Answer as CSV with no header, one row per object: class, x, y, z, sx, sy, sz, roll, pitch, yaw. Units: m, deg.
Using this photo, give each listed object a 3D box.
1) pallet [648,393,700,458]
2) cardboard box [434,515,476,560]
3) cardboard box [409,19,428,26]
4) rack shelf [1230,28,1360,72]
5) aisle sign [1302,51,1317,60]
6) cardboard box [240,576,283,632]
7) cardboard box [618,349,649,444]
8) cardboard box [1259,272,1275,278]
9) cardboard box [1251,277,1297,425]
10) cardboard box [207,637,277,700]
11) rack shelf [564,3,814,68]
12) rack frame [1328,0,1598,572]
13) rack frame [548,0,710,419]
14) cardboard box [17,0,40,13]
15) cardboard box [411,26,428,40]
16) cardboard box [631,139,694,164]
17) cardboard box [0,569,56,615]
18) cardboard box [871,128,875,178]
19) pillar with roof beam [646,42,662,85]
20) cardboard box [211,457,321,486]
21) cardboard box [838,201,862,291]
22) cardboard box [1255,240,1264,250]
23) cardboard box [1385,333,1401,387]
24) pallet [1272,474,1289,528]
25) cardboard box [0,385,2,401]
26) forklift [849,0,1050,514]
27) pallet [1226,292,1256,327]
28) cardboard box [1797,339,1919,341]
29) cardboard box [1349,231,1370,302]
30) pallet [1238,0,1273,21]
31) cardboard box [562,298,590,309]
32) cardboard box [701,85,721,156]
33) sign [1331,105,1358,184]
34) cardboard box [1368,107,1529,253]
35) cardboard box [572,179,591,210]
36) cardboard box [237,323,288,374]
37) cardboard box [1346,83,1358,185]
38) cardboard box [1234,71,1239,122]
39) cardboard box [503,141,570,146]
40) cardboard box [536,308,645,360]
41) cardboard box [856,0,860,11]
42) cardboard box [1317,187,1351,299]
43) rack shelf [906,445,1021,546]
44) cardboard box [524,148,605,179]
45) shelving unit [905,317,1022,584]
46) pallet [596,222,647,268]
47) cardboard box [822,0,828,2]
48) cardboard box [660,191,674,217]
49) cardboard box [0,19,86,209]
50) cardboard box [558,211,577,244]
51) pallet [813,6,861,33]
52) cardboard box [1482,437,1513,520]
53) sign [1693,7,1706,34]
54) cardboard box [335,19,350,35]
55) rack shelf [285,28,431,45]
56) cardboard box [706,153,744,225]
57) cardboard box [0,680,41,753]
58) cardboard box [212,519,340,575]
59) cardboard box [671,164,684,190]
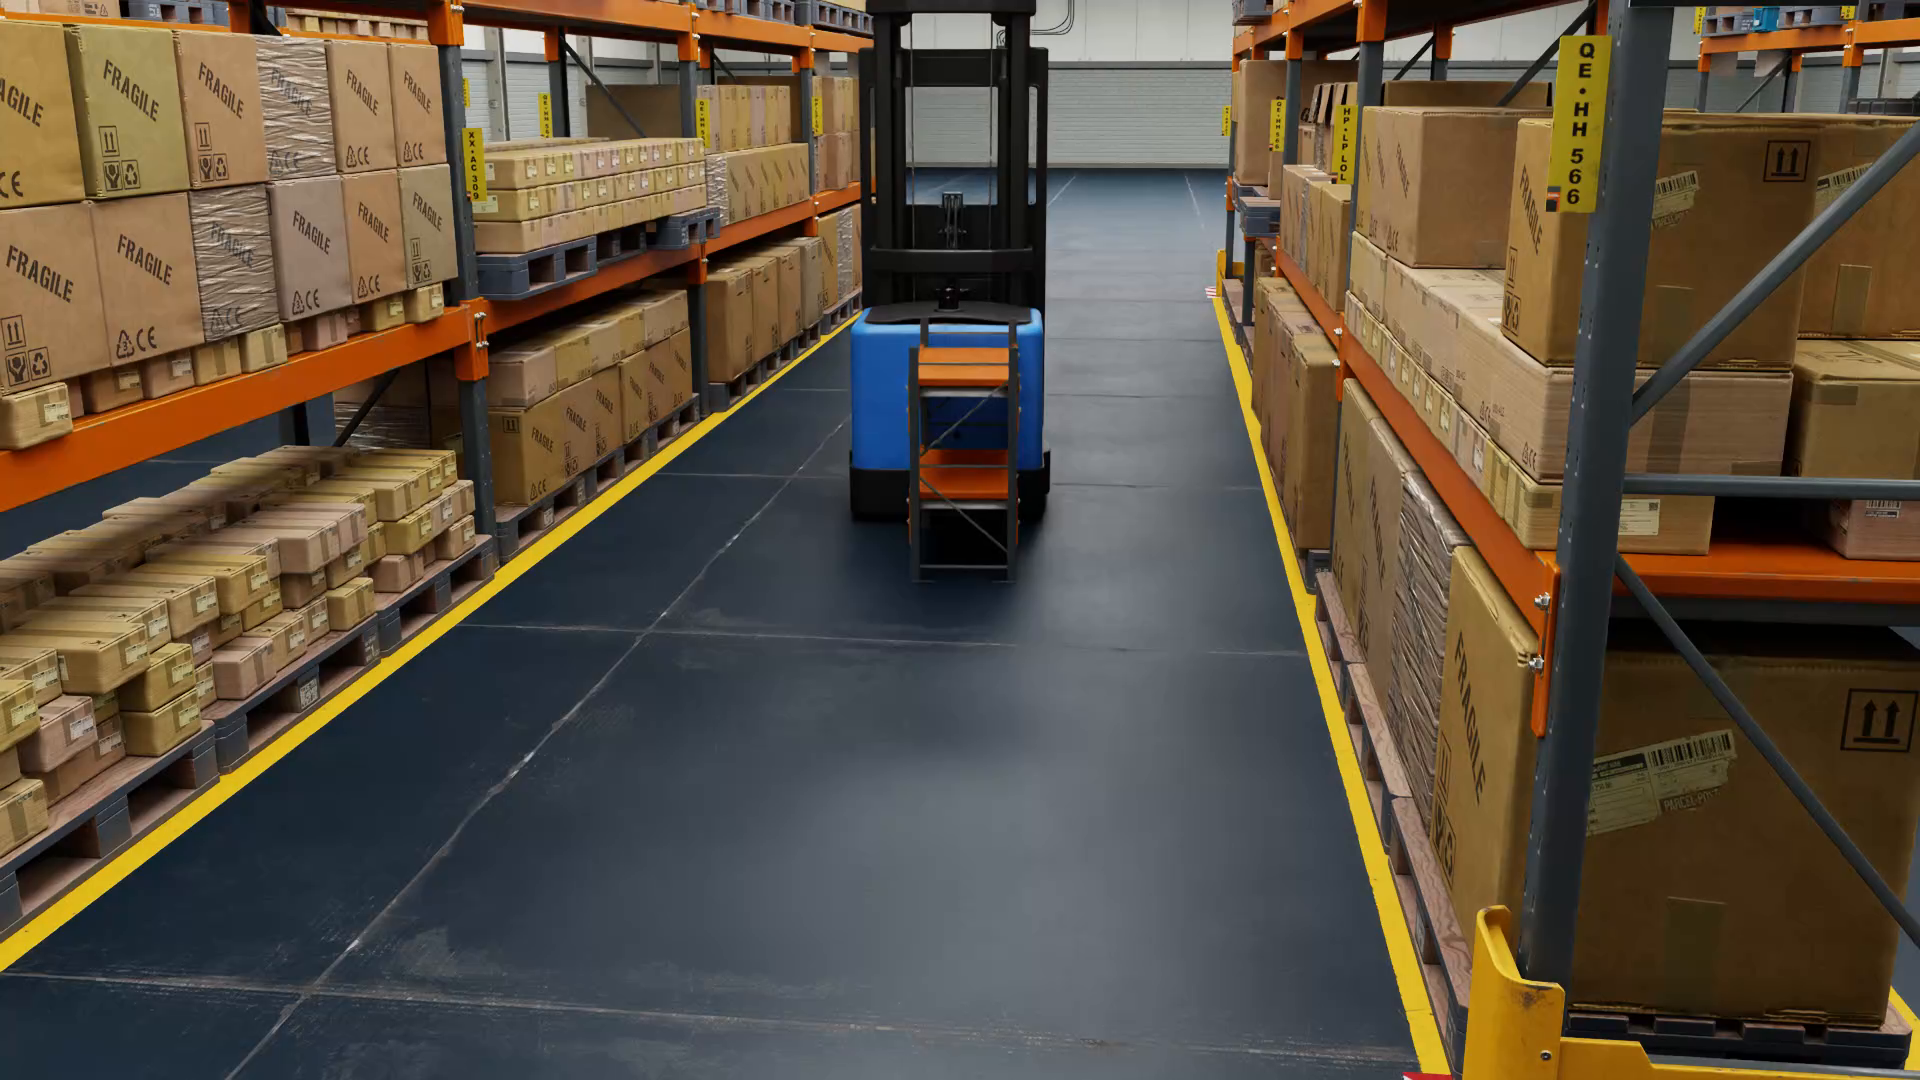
pallet,-2.391,-0.792,11.186,1.003,0.211,1.213,2,15,6
cardboard box,-2.459,-0.018,7.639,0.380,0.149,0.250,2,15,7
cardboard box,-6.190,-5.784,18.275,0.500,0.250,0.500,1,15,5
rack shelf,3.292,-4.825,16.392,1.077,0.370,4.000,2,15,6
aisle sign,3.823,-5.505,18.295,0.394,0.787,0.004,2,15,6
cardboard box,-2.761,0.224,6.174,0.380,0.149,0.250,2,15,9
cardboard box,-2.222,-0.886,10.177,0.500,0.500,0.500,1,15,4
cardboard box,2.976,-2.053,14.454,0.700,0.500,0.500,1,15,2
cardboard box,2.517,-1.167,10.497,1.225,0.875,0.875,1,15,4
cardboard box,-2.671,0.452,5.900,0.380,0.149,0.250,1,15,4
rack shelf,-2.076,-3.960,13.192,1.077,0.370,4.000,2,15,6
rack frame,2.164,-1.131,7.098,1.000,3.000,0.127,2,15,6
rack frame,-2.301,-2.341,11.572,1.000,3.000,0.127,2,15,6
cardboard box,-6.998,-3.986,12.169,0.396,0.266,0.258,2,15,6
cardboard box,-6.150,-5.628,18.462,0.380,0.149,0.250,2,15,8
cardboard box,-1.932,-2.504,10.711,0.380,0.149,0.250,2,15,6
cardboard box,-3.341,0.205,5.676,0.380,0.149,0.250,2,15,8
cardboard box,-1.396,-4.390,18.865,0.875,0.550,0.550,2,15,6
pillar with roof beam,-4.572,-15.076,47.178,9.100,9.000,0.400,2,15,6
cardboard box,-3.088,-0.264,7.409,0.380,0.149,0.250,2,15,9
cardboard box,-1.507,-3.187,17.966,0.875,0.875,0.875,1,15,5
cardboard box,3.398,-2.922,17.705,0.500,0.500,0.500,6,16,21
cardboard box,1.654,-0.607,5.640,0.380,0.149,0.250,2,15,7
pallet,2.311,-0.304,9.384,1.003,0.211,1.213,2,15,6
cardboard box,-2.879,-0.566,4.247,0.500,0.500,0.500,2,15,9
forklift,-0.030,-1.882,10.006,1.130,2.935,3.031,0,15,2
pallet,3.243,-2.352,16.957,1.003,0.211,1.213,2,15,6
cardboard box,2.087,-0.416,4.172,0.500,0.250,0.500,2,15,6
cardboard box,1.851,-1.088,6.657,0.500,0.250,0.500,1,15,5
pallet,2.777,-4.137,12.829,1.213,0.211,1.003,2,15,6
cardboard box,-2.677,-1.395,10.624,0.500,0.250,0.500,2,15,6
cardboard box,-2.185,-3.119,12.343,0.700,0.500,0.500,1,15,5
sign,1.624,-1.665,7.007,0.100,0.325,0.005,2,15,6
cardboard box,1.793,-1.320,6.078,0.500,0.500,0.500,2,15,6
cardboard box,-2.167,-1.819,8.748,0.380,0.149,0.250,1,15,4
cardboard box,-2.657,-0.693,5.961,0.380,0.149,0.250,2,15,7
cardboard box,2.317,-2.007,8.225,0.797,0.503,0.637,2,15,7
cardboard box,3.067,-4.524,16.969,0.500,0.500,0.500,2,15,6
cardboard box,-2.636,-2.393,10.303,0.380,0.149,0.250,1,15,4
cardboard box,-2.237,-1.251,10.089,0.500,0.250,0.500,2,15,8
cardboard box,-1.243,-5.568,17.244,0.380,0.149,0.250,2,15,7
cardboard box,2.008,-1.437,8.037,0.500,0.500,0.500,2,15,8
rack shelf,0.030,-0.237,8.320,0.538,0.278,1.000,0,15,2
cardboard box,-2.136,-2.030,8.962,0.380,0.149,0.250,2,15,6
shelving unit,0.030,-0.473,8.257,0.538,1.125,1.048,0,15,2
pallet,-2.484,-1.733,9.694,1.003,0.211,1.213,2,15,6
cardboard box,-1.444,-5.107,15.543,0.380,0.149,0.250,2,15,6
cardboard box,-1.991,-2.085,10.303,0.380,0.149,0.250,1,15,6
cardboard box,-2.839,-1.180,4.602,0.500,0.500,0.500,2,15,8
cardboard box,-2.194,-1.610,8.547,0.380,0.149,0.250,2,15,7
pallet,-1.607,-5.311,16.979,1.003,0.211,1.213,2,15,6
cardboard box,1.453,-0.142,3.921,0.380,0.149,0.250,2,15,7
sign,7.893,-5.567,17.740,0.100,0.325,0.005,2,15,6
cardboard box,-6.389,-5.165,16.750,0.380,0.149,0.250,1,15,5
rack shelf,-6.554,-5.117,17.471,1.077,0.370,4.000,2,15,6
cardboard box,-1.928,-2.629,12.448,0.500,0.500,0.500,2,15,6
cardboard box,-2.808,0.495,4.604,0.380,0.149,0.250,1,15,4
cardboard box,-2.609,0.023,6.346,0.380,0.149,0.250,1,15,4
cardboard box,-1.960,-2.287,10.479,0.380,0.149,0.250,2,15,8
